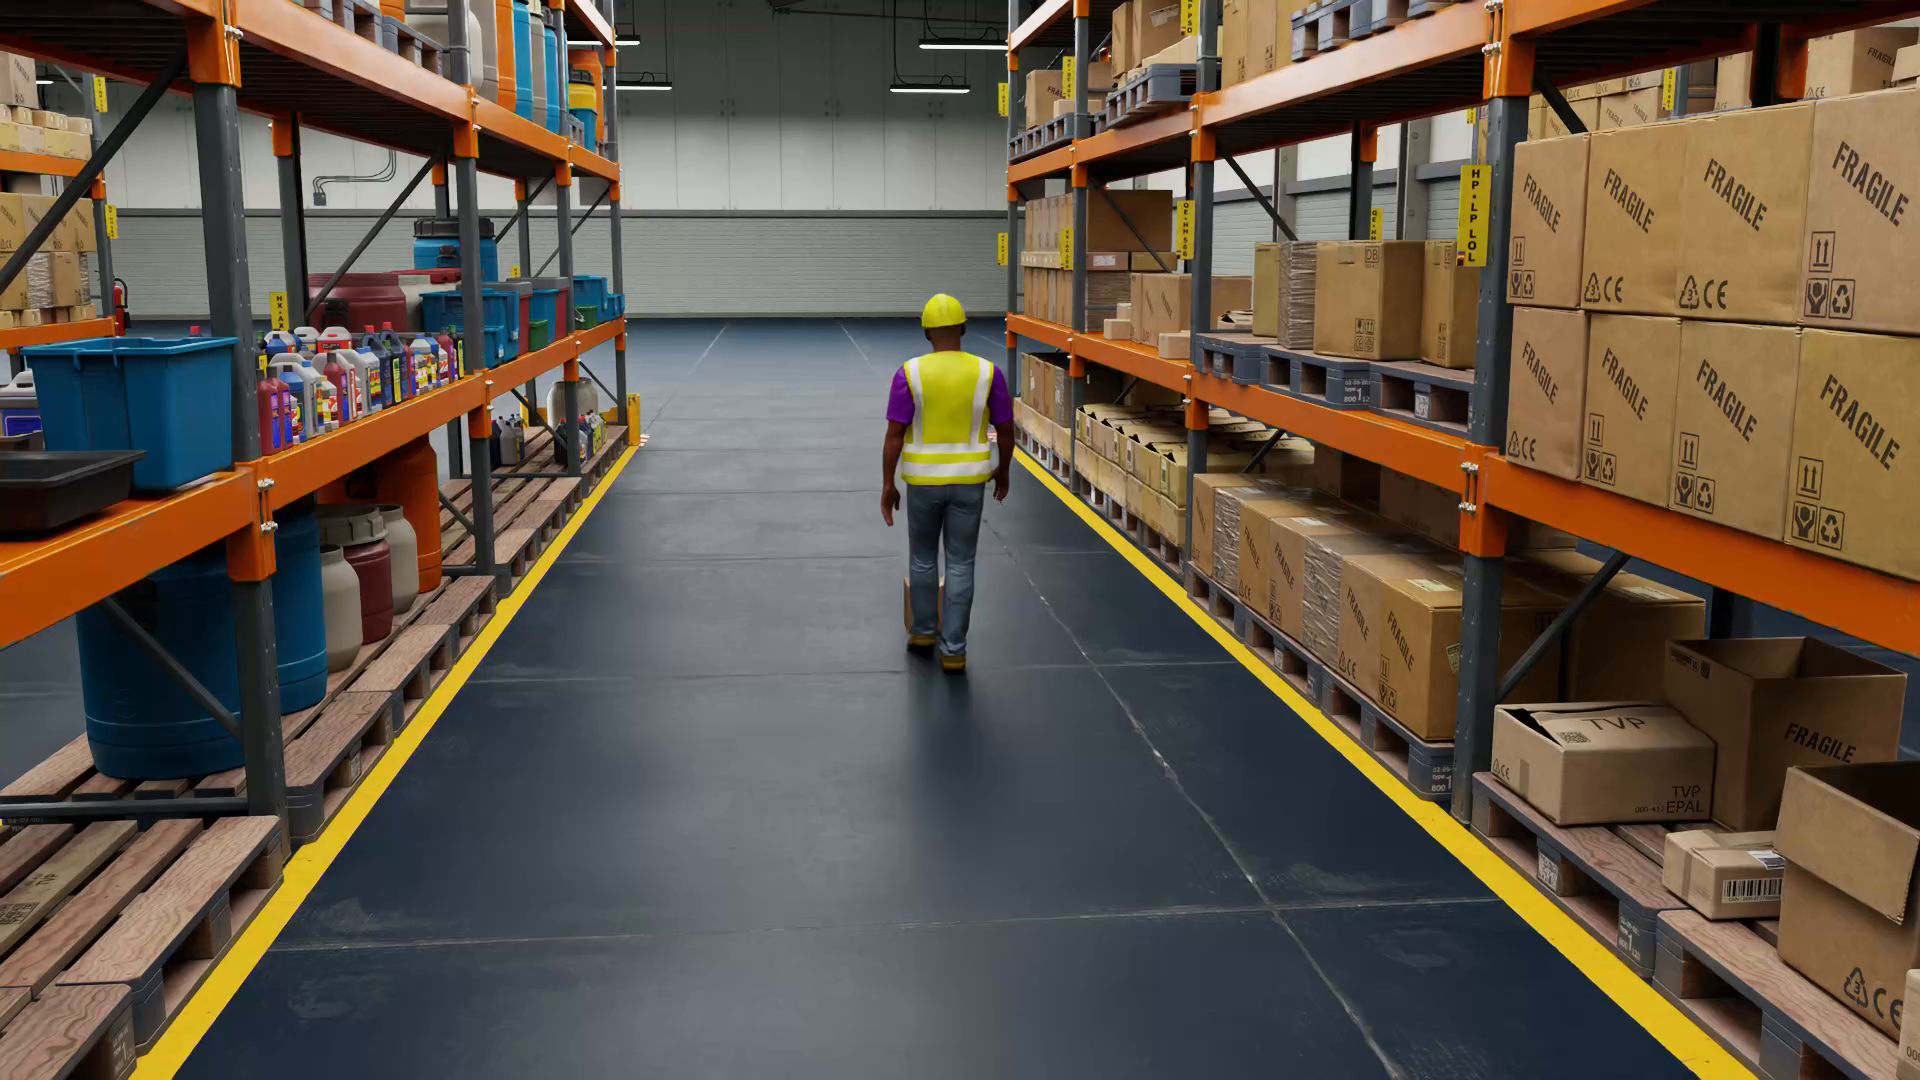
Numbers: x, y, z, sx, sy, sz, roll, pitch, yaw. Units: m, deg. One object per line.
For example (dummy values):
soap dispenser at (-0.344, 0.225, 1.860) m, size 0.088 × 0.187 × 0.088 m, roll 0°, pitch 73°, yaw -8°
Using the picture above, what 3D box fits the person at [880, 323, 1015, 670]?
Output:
person at (-0.052, -0.274, 7.974) m, size 0.623 × 1.730 × 0.695 m, roll 0°, pitch 10°, yaw 1°
